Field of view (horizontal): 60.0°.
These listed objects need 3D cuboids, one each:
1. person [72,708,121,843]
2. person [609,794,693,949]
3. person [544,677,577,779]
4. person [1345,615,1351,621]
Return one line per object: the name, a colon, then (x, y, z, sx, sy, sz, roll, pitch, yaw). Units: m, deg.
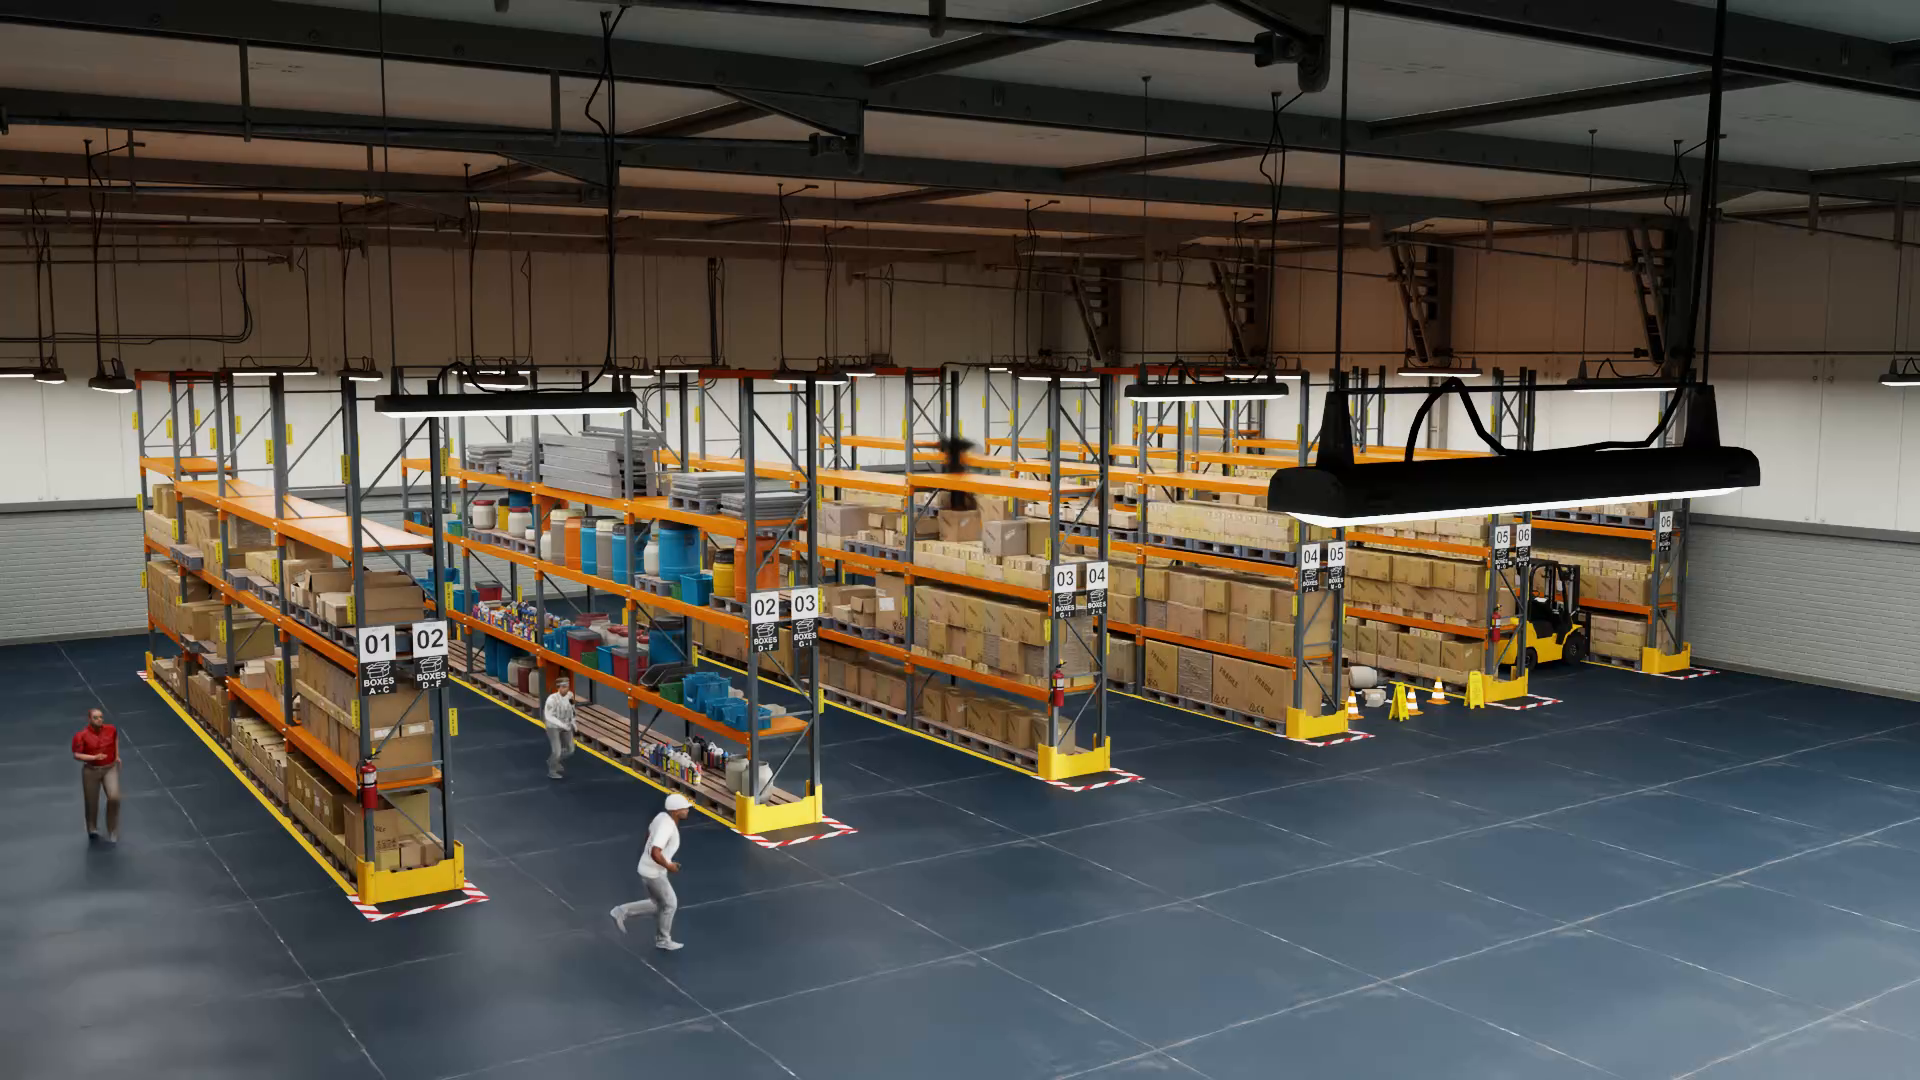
person: (-11.164, 3.059, 21.559, 0.610, 1.790, 0.855, -5, 8, -39)
person: (-3.269, 3.535, 17.572, 0.896, 1.701, 0.696, -1, 6, -5)
person: (-5.935, 2.772, 24.645, 0.720, 1.579, 0.596, 6, 8, 41)
person: (8.445, 1.527, 35.674, 0.608, 1.602, 0.723, -6, 9, -44)
